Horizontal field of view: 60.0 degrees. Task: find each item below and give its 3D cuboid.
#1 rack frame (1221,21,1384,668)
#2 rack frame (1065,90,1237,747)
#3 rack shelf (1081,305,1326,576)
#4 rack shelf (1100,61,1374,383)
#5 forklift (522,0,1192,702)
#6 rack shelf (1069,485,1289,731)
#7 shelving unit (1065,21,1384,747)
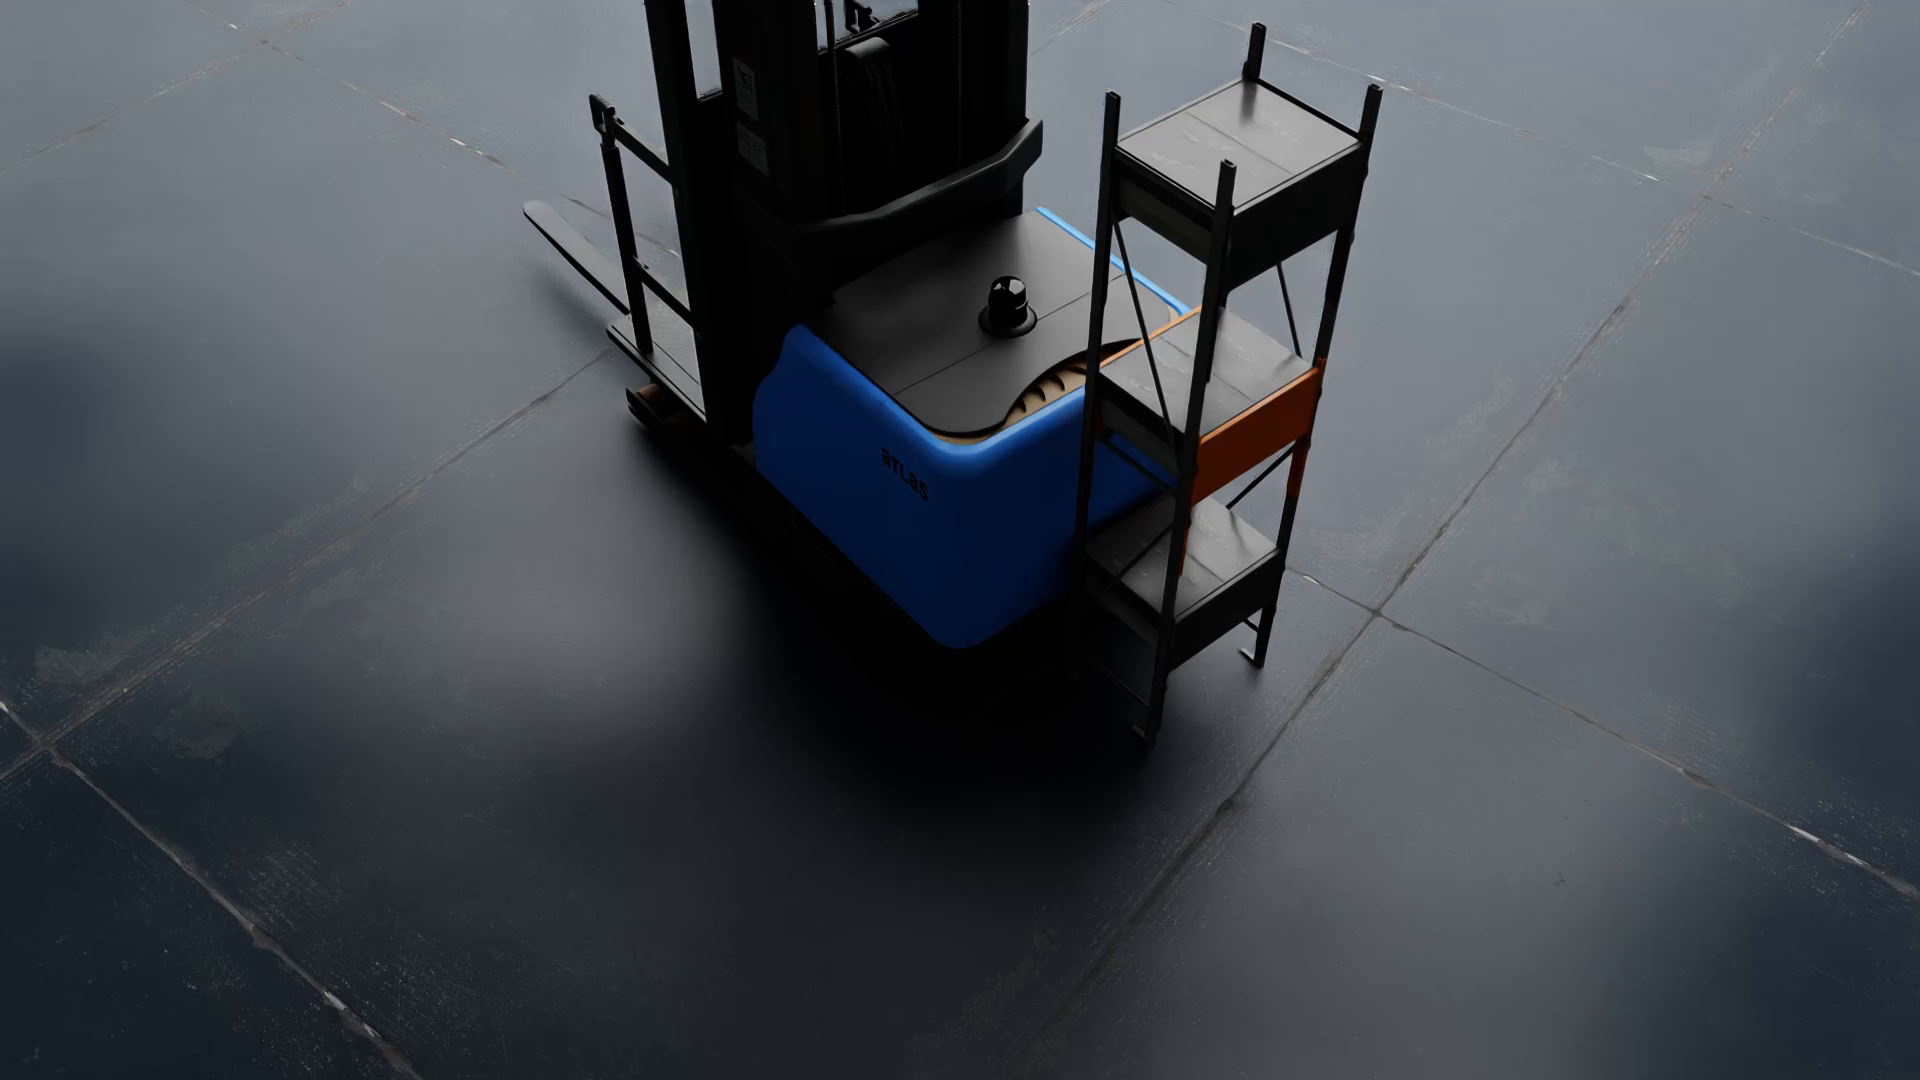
[{"bbox_3d":[0.845,-0.426,4.705,0.015,2.100,0.400,-31,54,-26],"label":"rack frame"},{"bbox_3d":[0.471,-0.200,4.489,0.015,2.100,0.400,-31,54,-26],"label":"rack frame"},{"bbox_3d":[0.658,-0.304,4.607,0.480,0.518,0.431,-31,54,-26],"label":"rack shelf"},{"bbox_3d":[0.658,-0.787,4.101,0.480,0.518,0.431,-31,54,-26],"label":"rack shelf"},{"bbox_3d":[-0.564,-1.517,5.172,1.130,2.935,3.031,-30,53,-26],"label":"forklift"},{"bbox_3d":[0.658,0.180,5.113,0.480,0.518,0.431,-31,54,-26],"label":"rack shelf"},{"bbox_3d":[0.658,-0.313,4.597,0.503,2.100,0.431,-31,54,-26],"label":"shelving unit"}]
